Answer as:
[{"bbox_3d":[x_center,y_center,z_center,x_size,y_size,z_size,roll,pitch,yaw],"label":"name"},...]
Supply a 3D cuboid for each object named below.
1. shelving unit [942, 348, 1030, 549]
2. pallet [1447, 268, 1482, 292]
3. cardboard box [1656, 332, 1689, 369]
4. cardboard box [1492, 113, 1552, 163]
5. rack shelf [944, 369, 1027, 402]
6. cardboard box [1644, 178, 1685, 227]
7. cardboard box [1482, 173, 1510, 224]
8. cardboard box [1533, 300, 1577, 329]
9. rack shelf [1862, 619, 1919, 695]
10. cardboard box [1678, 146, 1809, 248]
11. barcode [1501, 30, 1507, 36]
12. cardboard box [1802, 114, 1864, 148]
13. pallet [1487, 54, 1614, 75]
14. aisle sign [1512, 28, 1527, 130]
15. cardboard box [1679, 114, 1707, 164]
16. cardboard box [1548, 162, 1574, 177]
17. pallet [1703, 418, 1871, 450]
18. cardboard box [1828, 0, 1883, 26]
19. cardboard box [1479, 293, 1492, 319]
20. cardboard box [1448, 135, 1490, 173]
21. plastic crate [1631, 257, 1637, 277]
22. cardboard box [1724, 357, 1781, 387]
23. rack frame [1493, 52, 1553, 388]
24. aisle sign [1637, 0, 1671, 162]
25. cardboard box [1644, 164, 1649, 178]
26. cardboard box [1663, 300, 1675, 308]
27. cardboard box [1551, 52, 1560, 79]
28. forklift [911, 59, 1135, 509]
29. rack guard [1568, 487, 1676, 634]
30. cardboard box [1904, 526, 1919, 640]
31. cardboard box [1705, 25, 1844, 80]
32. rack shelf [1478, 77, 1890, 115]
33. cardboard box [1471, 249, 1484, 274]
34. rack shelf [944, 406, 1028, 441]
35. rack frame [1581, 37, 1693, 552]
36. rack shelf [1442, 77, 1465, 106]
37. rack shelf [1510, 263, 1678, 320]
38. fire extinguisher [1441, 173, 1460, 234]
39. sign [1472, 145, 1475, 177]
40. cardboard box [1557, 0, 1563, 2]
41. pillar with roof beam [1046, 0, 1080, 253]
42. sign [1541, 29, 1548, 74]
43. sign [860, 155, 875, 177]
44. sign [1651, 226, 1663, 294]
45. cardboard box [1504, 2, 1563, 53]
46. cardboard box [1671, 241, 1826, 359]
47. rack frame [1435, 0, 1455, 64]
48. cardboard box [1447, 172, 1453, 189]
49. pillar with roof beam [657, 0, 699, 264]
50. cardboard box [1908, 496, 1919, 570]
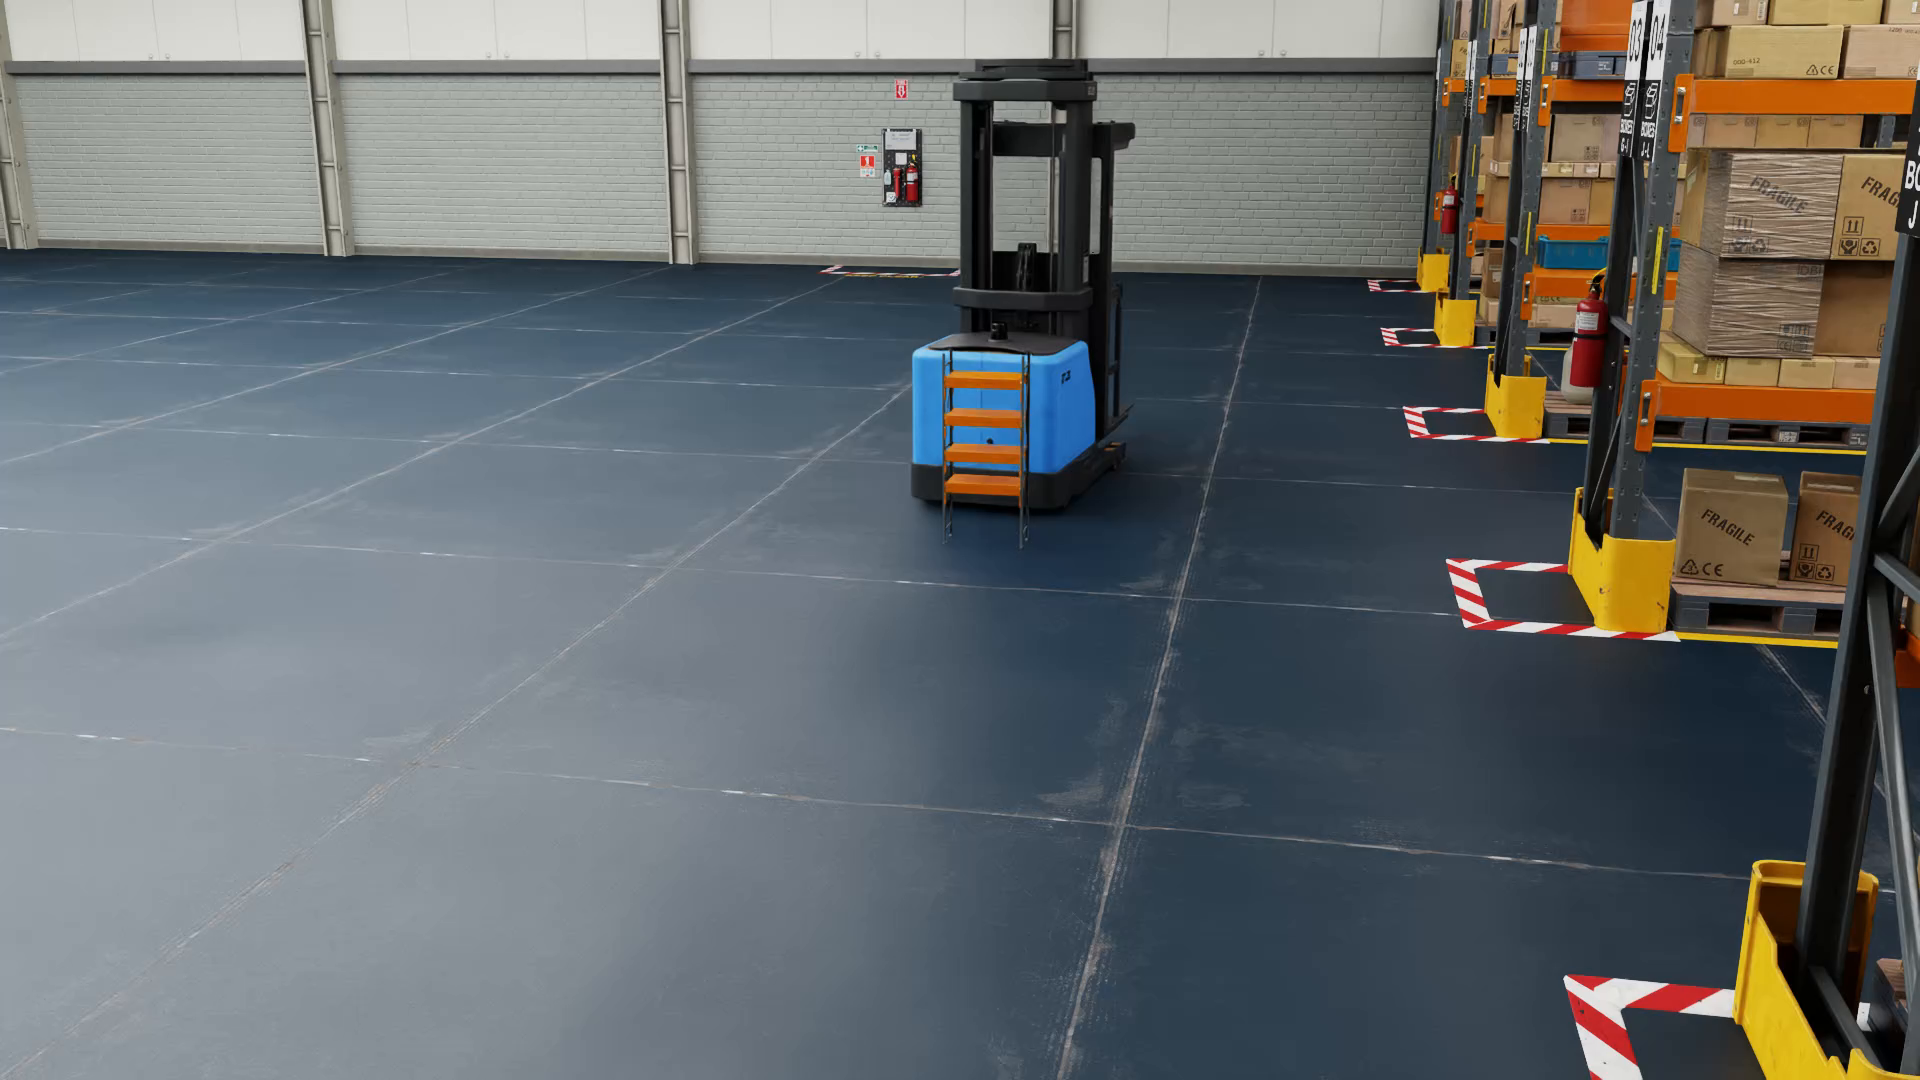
[{"bbox_3d":[0.162,-0.569,10.300,0.503,1.200,0.258,3,16,11],"label":"shelving unit"},{"bbox_3d":[7.403,-3.604,23.107,1.213,0.211,1.003,3,16,11],"label":"pallet"},{"bbox_3d":[3.898,-1.035,9.079,0.250,0.149,0.380,3,16,11],"label":"cardboard box"},{"bbox_3d":[6.062,-4.351,17.961,0.500,0.500,0.700,3,16,11],"label":"cardboard box"},{"bbox_3d":[0.162,-0.948,10.195,0.480,0.148,0.258,3,16,11],"label":"rack shelf"},{"bbox_3d":[7.528,-3.647,17.850,0.500,0.500,0.700,4,16,13],"label":"cardboard box"},{"bbox_3d":[6.011,-3.728,18.145,0.500,0.500,0.700,3,16,11],"label":"cardboard box"},{"bbox_3d":[6.528,-2.473,18.165,0.500,0.250,0.500,3,16,11],"label":"cardboard box"},{"bbox_3d":[4.450,0.628,3.952,4.000,0.370,1.077,3,16,11],"label":"rack shelf"},{"bbox_3d":[4.166,-1.826,8.846,0.500,0.500,0.500,3,16,11],"label":"cardboard box"},{"bbox_3d":[5.948,-5.544,18.179,0.075,0.075,0.001,3,16,11],"label":"barcode"},{"bbox_3d":[9.039,-4.191,17.384,0.500,0.500,0.700,3,16,11],"label":"cardboard box"},{"bbox_3d":[6.243,-5.067,17.711,1.213,0.211,1.003,3,16,11],"label":"pallet"},{"bbox_3d":[4.554,-3.747,13.530,0.004,0.787,0.394,3,16,11],"label":"aisle sign"},{"bbox_3d":[7.564,-4.271,17.673,0.500,0.500,0.700,3,16,11],"label":"cardboard box"},{"bbox_3d":[6.401,-3.965,17.784,0.250,0.149,0.380,3,16,11],"label":"cardboard box"},{"bbox_3d":[6.636,-0.967,13.587,1.213,0.211,1.003,3,16,11],"label":"pallet"},{"bbox_3d":[4.309,-2.587,8.127,0.250,0.149,0.380,3,16,10],"label":"cardboard box"},{"bbox_3d":[6.140,-2.634,18.747,0.500,0.250,0.500,3,16,11],"label":"cardboard box"},{"bbox_3d":[7.043,-5.333,22.966,0.500,0.500,0.500,3,16,10],"label":"cardboard box"},{"bbox_3d":[5.378,-2.154,13.142,0.250,0.136,0.298,3,16,11],"label":"plastic crate"},{"bbox_3d":[4.051,-0.900,8.593,0.250,0.149,0.380,3,16,11],"label":"cardboard box"},{"bbox_3d":[4.565,-2.413,13.582,0.127,3.000,1.000,3,16,11],"label":"rack frame"},{"bbox_3d":[3.457,-2.295,8.287,0.004,0.787,0.394,3,16,11],"label":"aisle sign"},{"bbox_3d":[7.160,-3.924,17.636,0.250,0.149,0.380,3,16,10],"label":"cardboard box"},{"bbox_3d":[7.506,-2.780,17.867,0.500,0.500,0.500,3,16,11],"label":"cardboard box"},{"bbox_3d":[7.846,-6.360,21.989,0.500,0.500,0.500,4,16,14],"label":"cardboard box"},{"bbox_3d":[0.620,-1.966,12.099,1.130,2.935,3.031,5,16,18],"label":"forklift"},{"bbox_3d":[3.652,0.092,9.224,0.348,0.500,1.175,3,16,11],"label":"rack guard"},{"bbox_3d":[2.863,0.111,4.192,0.550,0.550,0.875,3,16,11],"label":"cardboard box"},{"bbox_3d":[3.999,-2.397,8.188,0.500,0.250,0.500,4,16,13],"label":"cardboard box"},{"bbox_3d":[7.516,-4.701,17.571,4.000,0.370,1.077,3,16,11],"label":"rack shelf"},{"bbox_3d":[7.199,-3.860,23.021,0.500,0.311,0.500,1,16,5],"label":"cardboard box"},{"bbox_3d":[0.162,-0.720,10.258,0.480,0.148,0.258,3,16,11],"label":"rack shelf"},{"bbox_3d":[3.578,-1.117,8.905,0.127,3.000,1.000,3,16,11],"label":"rack frame"},{"bbox_3d":[8.499,-5.997,22.250,4.000,0.370,1.077,3,16,11],"label":"rack shelf"},{"bbox_3d":[6.525,-1.959,13.294,4.000,0.370,1.077,3,16,11],"label":"rack shelf"},{"bbox_3d":[5.532,-3.799,18.731,0.183,0.674,0.296,3,16,11],"label":"fire extinguisher"},{"bbox_3d":[5.439,-4.019,17.610,0.005,0.325,0.100,3,16,11],"label":"sign"},{"bbox_3d":[7.854,-6.841,21.853,0.500,0.500,0.500,4,16,13],"label":"cardboard box"},{"bbox_3d":[0.660,-7.277,19.907,0.400,9.000,9.100,3,16,11],"label":"pillar with roof beam"},{"bbox_3d":[4.451,-3.719,12.662,0.005,0.325,0.100,3,16,11],"label":"sign"},{"bbox_3d":[-1.417,-5.727,25.483,0.234,0.329,0.001,3,16,11],"label":"sign"},{"bbox_3d":[3.470,-1.392,8.277,0.005,0.325,0.100,3,16,11],"label":"sign"},{"bbox_3d":[6.118,-5.442,17.656,0.637,0.503,0.797,4,16,15],"label":"cardboard box"},{"bbox_3d":[4.111,-1.272,8.720,0.500,0.500,0.875,3,16,11],"label":"cardboard box"},{"bbox_3d":[6.539,-7.895,22.138,0.127,3.000,1.000,3,16,11],"label":"rack frame"},{"bbox_3d":[7.036,-4.967,23.049,0.500,0.250,0.500,3,16,12],"label":"cardboard box"},{"bbox_3d":[-5.220,-7.597,21.059,0.400,9.000,9.100,3,16,11],"label":"pillar with roof beam"},{"bbox_3d":[5.389,-0.016,8.826,0.500,0.500,0.500,5,16,16],"label":"cardboard box"}]
